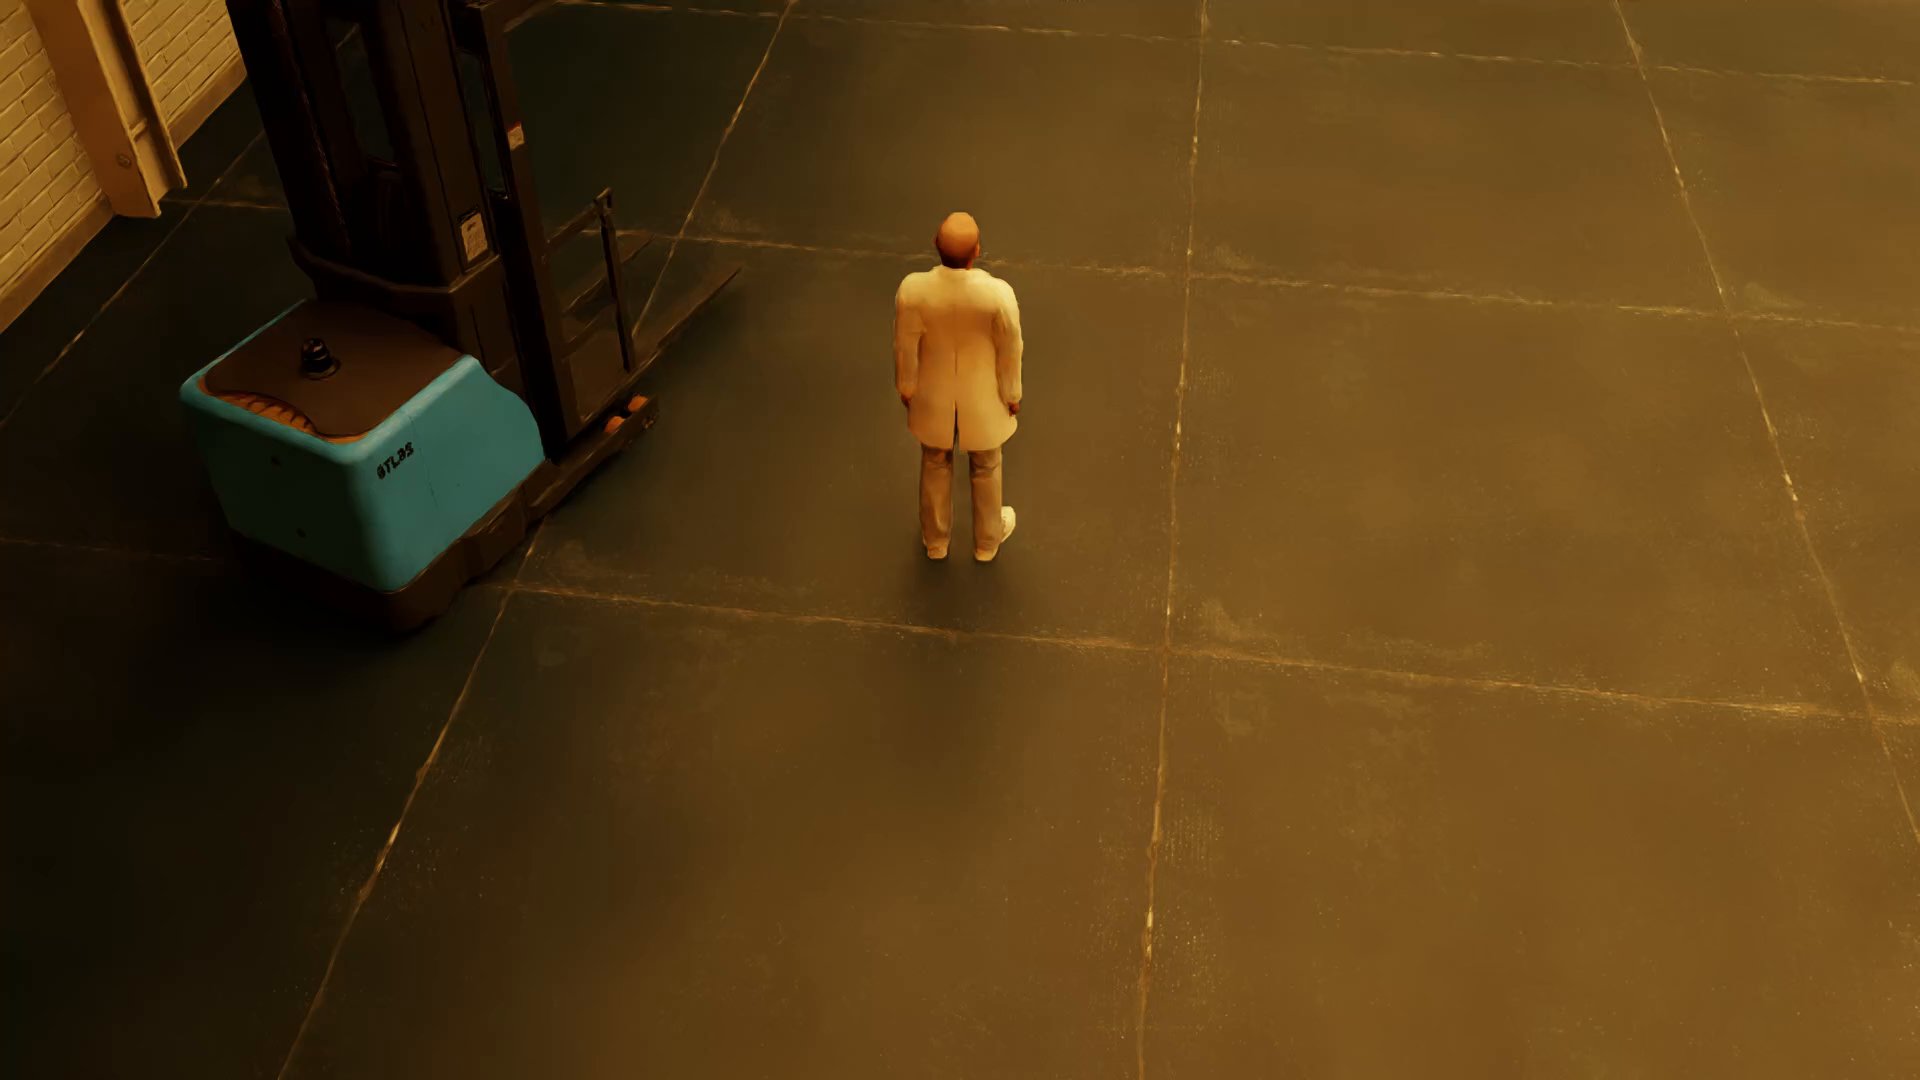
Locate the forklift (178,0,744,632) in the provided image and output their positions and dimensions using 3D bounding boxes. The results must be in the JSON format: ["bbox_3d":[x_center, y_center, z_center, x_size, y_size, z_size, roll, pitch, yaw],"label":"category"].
[{"bbox_3d":[-2.200,-1.665,7.536,1.130,2.935,3.031,19,46,20],"label":"forklift"}]

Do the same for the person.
[{"bbox_3d":[0.002,-0.674,7.307,0.558,1.783,0.377,5,43,6],"label":"person"}]
